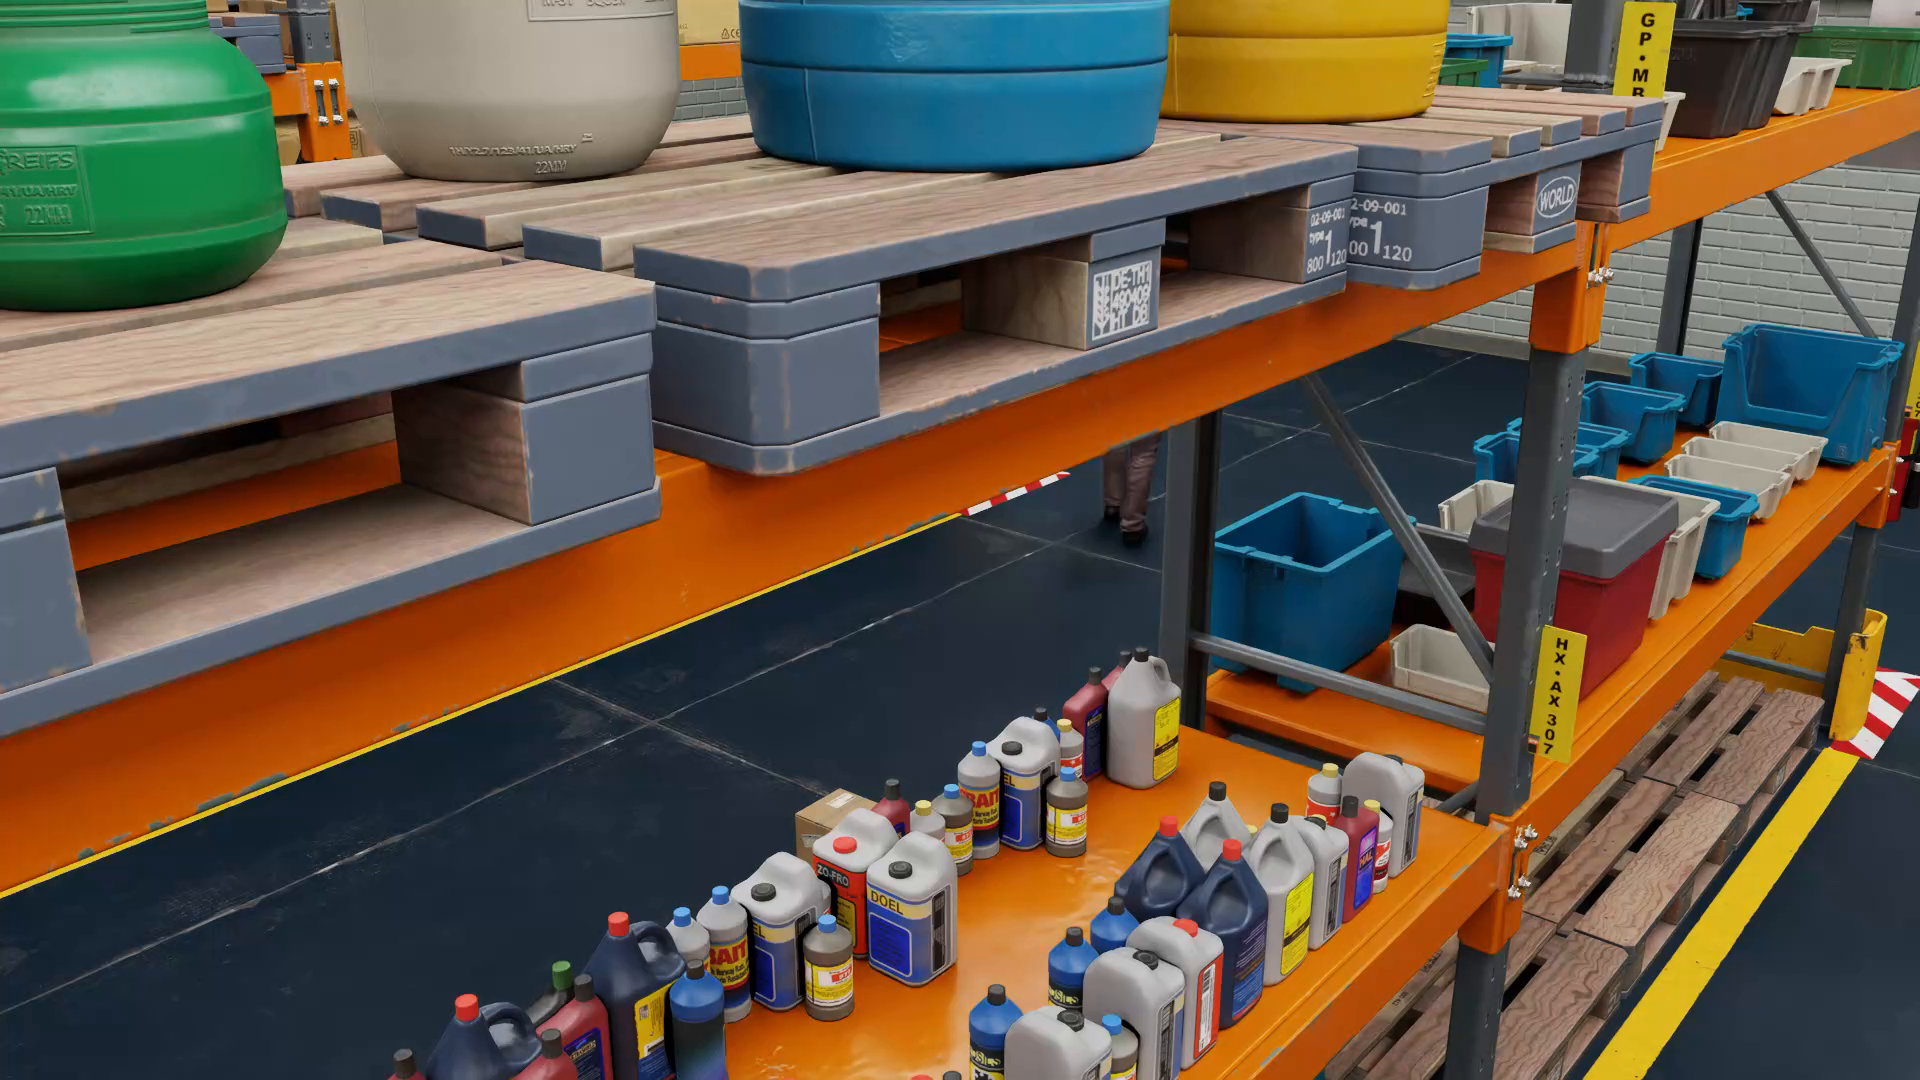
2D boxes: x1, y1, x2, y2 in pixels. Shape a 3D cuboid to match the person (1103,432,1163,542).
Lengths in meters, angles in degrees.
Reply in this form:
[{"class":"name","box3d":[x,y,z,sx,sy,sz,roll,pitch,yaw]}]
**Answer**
[{"class":"person","box3d":[1.003,-0.836,9.436,0.550,1.784,0.598,7,21,18]}]
